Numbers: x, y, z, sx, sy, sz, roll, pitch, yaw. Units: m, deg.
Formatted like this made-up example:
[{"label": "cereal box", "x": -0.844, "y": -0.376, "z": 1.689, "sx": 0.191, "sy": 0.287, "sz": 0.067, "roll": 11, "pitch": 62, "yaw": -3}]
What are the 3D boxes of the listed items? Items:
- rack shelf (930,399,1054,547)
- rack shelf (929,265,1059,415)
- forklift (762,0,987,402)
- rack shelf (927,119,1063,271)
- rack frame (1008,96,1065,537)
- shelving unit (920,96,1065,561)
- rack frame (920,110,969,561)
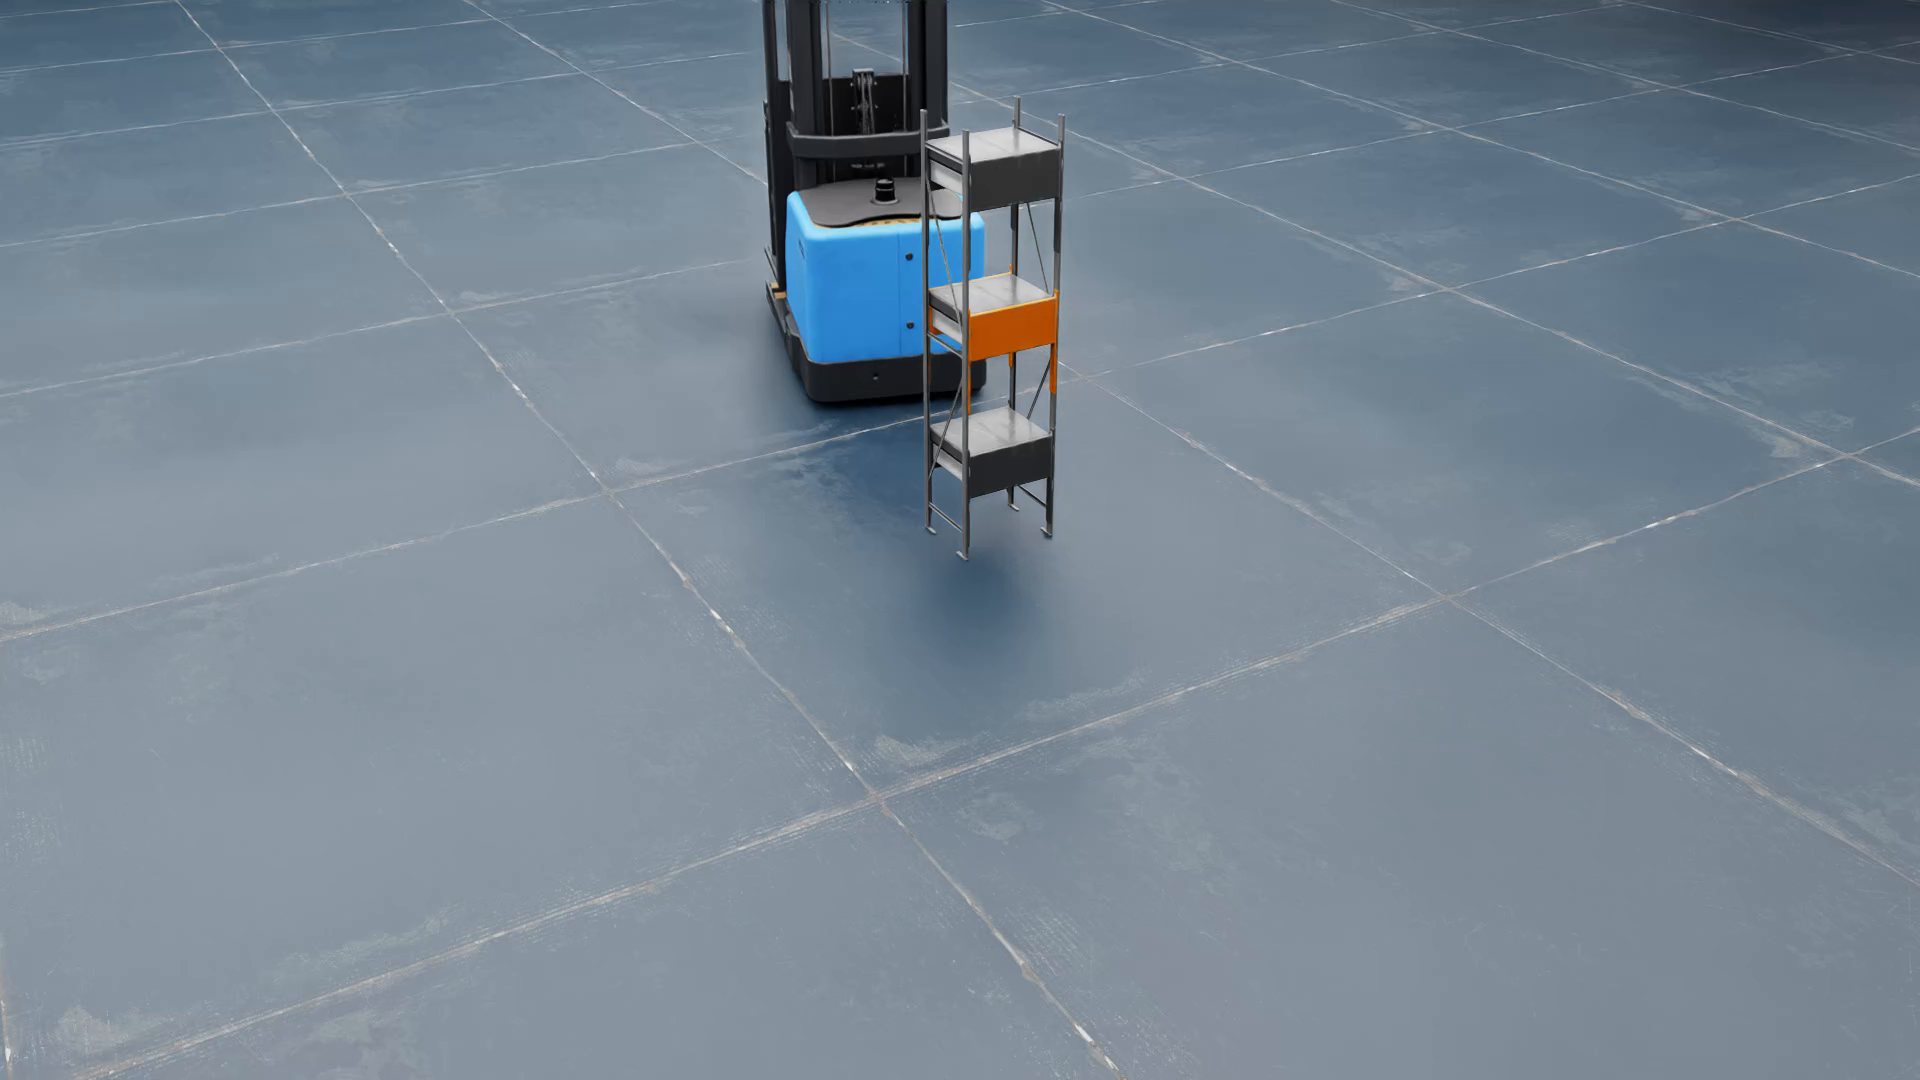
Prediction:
[{"label": "rack shelf", "x": 0.143, "y": -0.335, "z": 8.161, "sx": 0.480, "sy": 0.518, "sz": 0.431, "roll": -16, "pitch": 33, "yaw": -26}, {"label": "rack shelf", "x": 0.143, "y": -0.948, "z": 7.823, "sx": 0.480, "sy": 0.518, "sz": 0.431, "roll": -16, "pitch": 33, "yaw": -26}, {"label": "forklift", "x": -0.670, "y": -2.769, "z": 10.234, "sx": 1.130, "sy": 2.935, "sz": 3.031, "roll": -6, "pitch": 30, "yaw": -11}, {"label": "rack shelf", "x": 0.143, "y": -1.561, "z": 7.484, "sx": 0.480, "sy": 0.518, "sz": 0.431, "roll": -16, "pitch": 33, "yaw": -26}, {"label": "rack frame", "x": 0.353, "y": -1.020, "z": 7.924, "sx": 0.015, "sy": 2.100, "sz": 0.400, "roll": -16, "pitch": 33, "yaw": -26}, {"label": "shelving unit", "x": 0.143, "y": -0.960, "z": 7.816, "sx": 0.503, "sy": 2.100, "sz": 0.431, "roll": -16, "pitch": 33, "yaw": -26}, {"label": "rack frame", "x": -0.068, "y": -0.900, "z": 7.708, "sx": 0.015, "sy": 2.100, "sz": 0.400, "roll": -16, "pitch": 33, "yaw": -26}]
